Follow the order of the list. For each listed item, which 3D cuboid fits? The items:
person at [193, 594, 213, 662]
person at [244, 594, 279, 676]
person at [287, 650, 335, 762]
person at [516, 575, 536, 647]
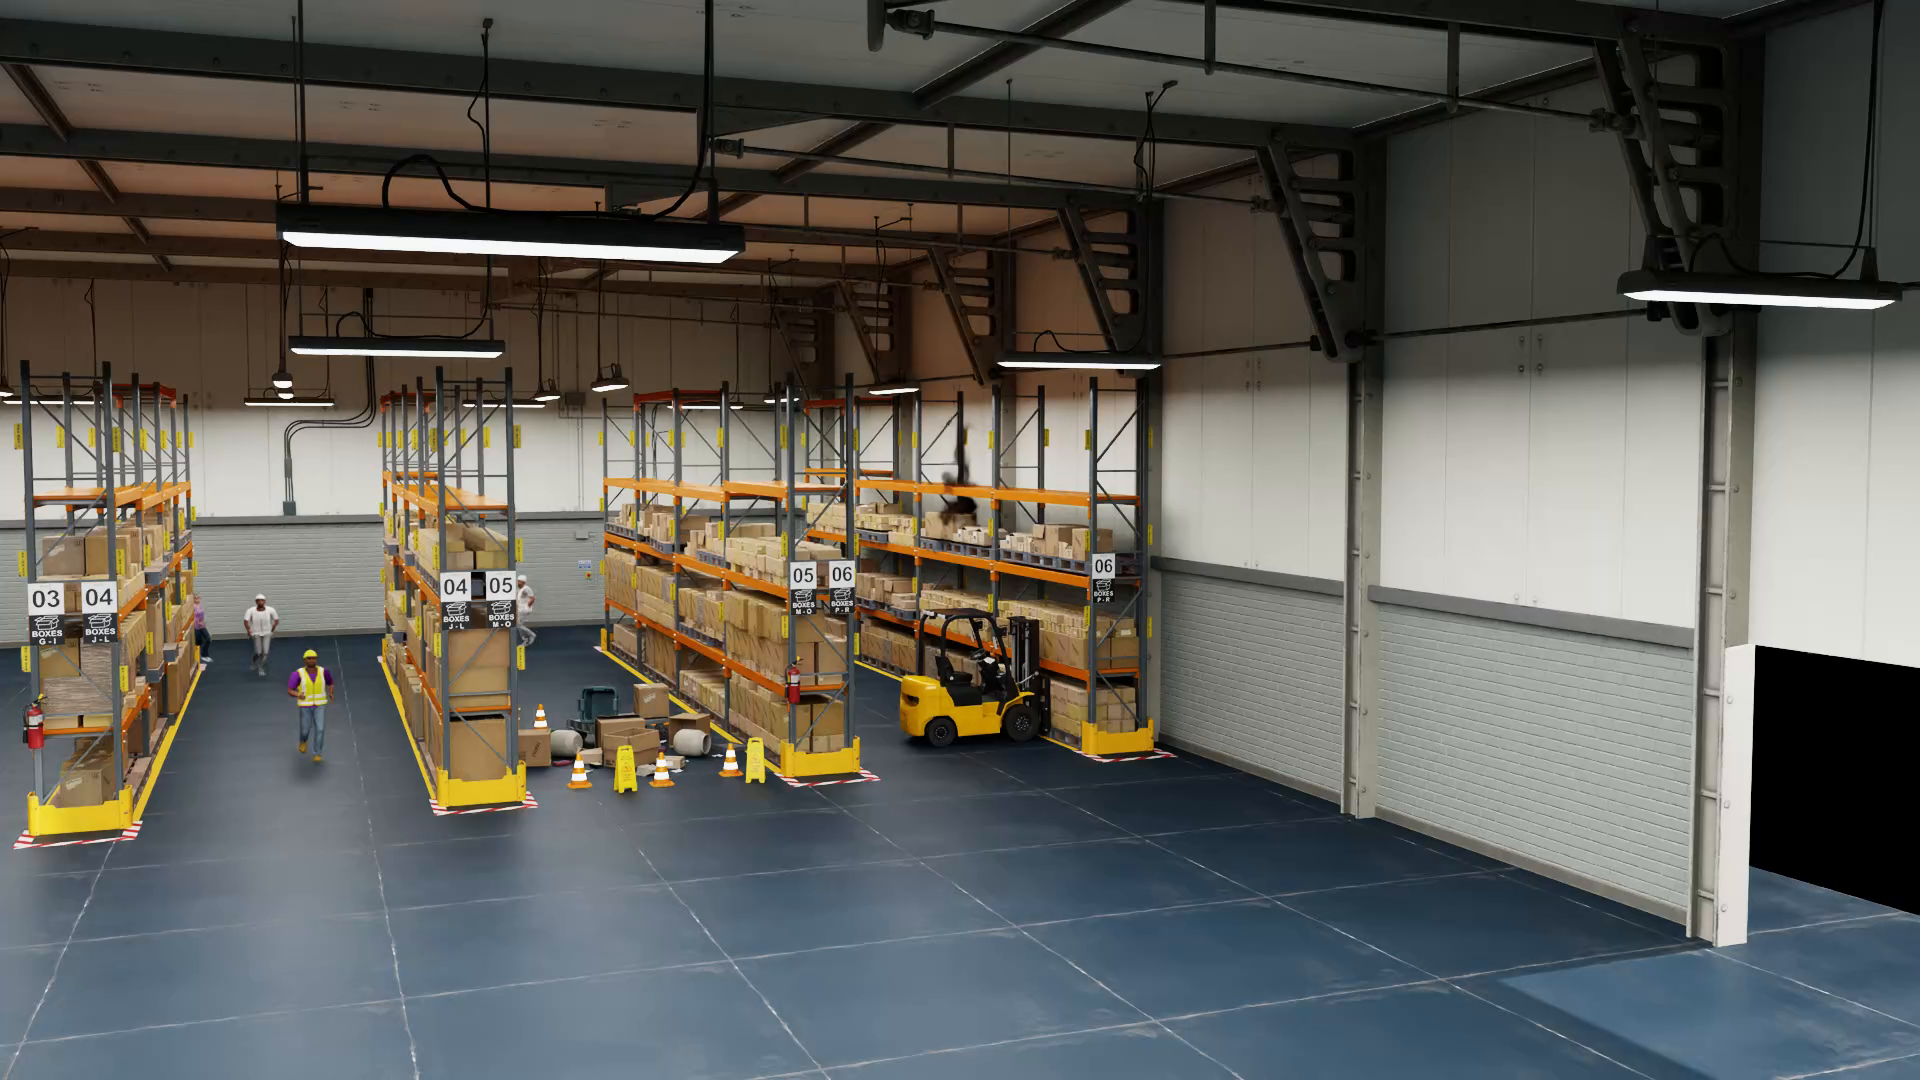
[{"bbox_3d":[-17.273,1.992,37.518,0.676,1.580,0.583,0,3,7],"label":"person"},{"bbox_3d":[-14.843,2.015,35.371,0.686,1.731,0.616,-2,4,-28],"label":"person"},{"bbox_3d":[-10.104,2.579,25.939,0.714,1.733,0.791,-2,4,-30],"label":"person"},{"bbox_3d":[-10.568,1.714,40.144,0.590,1.740,0.682,-2,4,-30],"label":"person"}]
